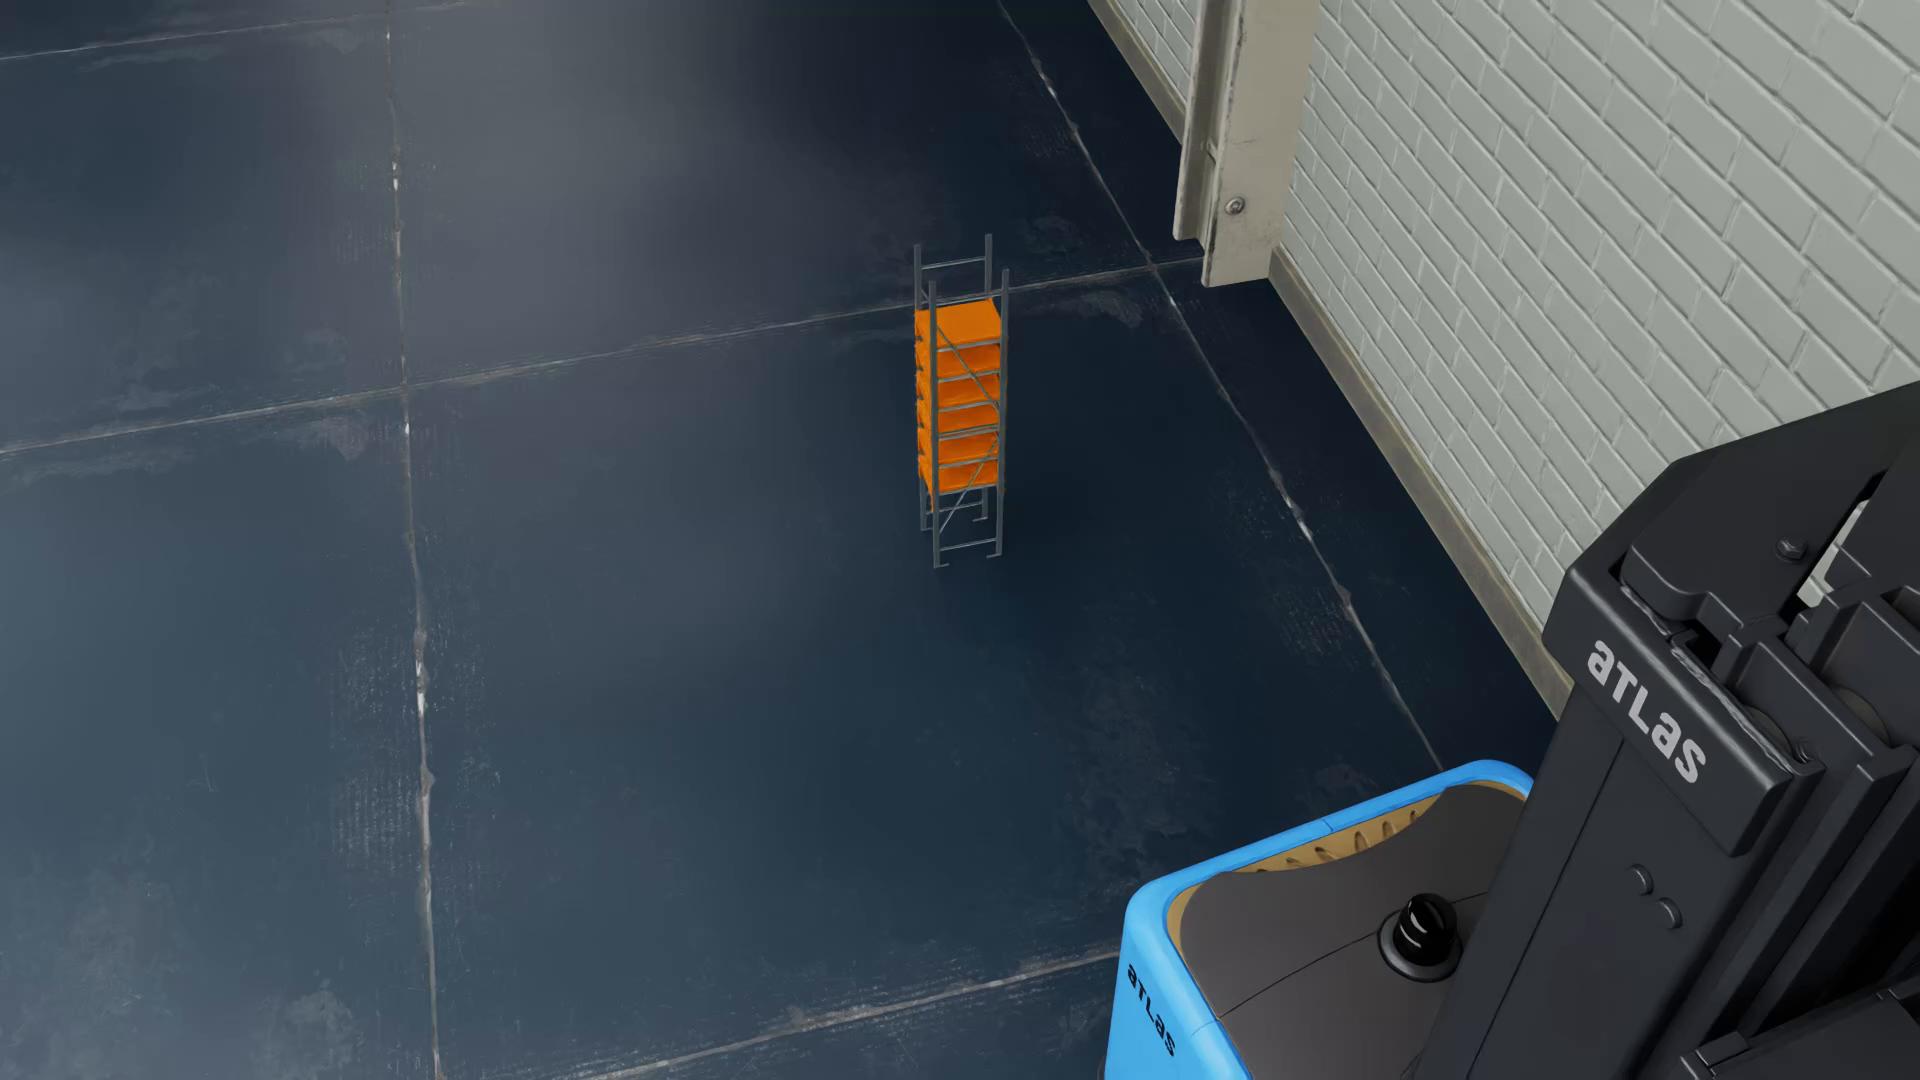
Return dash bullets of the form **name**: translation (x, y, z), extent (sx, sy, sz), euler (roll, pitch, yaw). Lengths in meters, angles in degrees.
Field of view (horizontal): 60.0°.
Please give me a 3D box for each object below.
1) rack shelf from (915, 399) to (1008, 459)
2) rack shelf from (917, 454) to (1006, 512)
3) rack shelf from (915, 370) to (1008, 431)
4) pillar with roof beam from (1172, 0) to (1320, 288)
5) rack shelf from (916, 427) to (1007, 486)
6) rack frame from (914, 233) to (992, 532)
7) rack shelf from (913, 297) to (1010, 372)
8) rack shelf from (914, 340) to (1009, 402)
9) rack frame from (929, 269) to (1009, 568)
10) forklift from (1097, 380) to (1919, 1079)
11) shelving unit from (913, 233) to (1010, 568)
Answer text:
- **rack shelf**: translation (0.004, -0.379, 5.343), extent (0.258, 0.103, 0.180), euler (-11, 47, -10)
- **rack shelf**: translation (0.004, -0.211, 5.515), extent (0.258, 0.103, 0.180), euler (-11, 47, -10)
- **rack shelf**: translation (0.004, -0.463, 5.258), extent (0.258, 0.103, 0.180), euler (-11, 47, -10)
- **pillar with roof beam**: translation (-3.067, -3.552, 2.930), extent (9.100, 9.000, 0.400), euler (-11, 47, -10)
- **rack shelf**: translation (0.004, -0.295, 5.429), extent (0.258, 0.103, 0.180), euler (-11, 47, -10)
- **rack frame**: translation (-0.020, -0.473, 5.374), extent (0.240, 1.200, 0.006), euler (-11, 47, -10)
- **rack shelf**: translation (0.004, -0.631, 5.086), extent (0.258, 0.103, 0.180), euler (-11, 47, -10)
- **rack shelf**: translation (0.004, -0.547, 5.172), extent (0.258, 0.103, 0.180), euler (-11, 47, -10)
- **rack frame**: translation (0.027, -0.347, 5.250), extent (0.240, 1.200, 0.006), euler (-11, 47, -10)
- **forklift**: translation (1.369, 1.310, 2.414), extent (1.130, 2.935, 3.031), euler (-17, 48, -16)
- **shelving unit**: translation (0.004, -0.410, 5.312), extent (0.258, 1.200, 0.189), euler (-11, 47, -10)
